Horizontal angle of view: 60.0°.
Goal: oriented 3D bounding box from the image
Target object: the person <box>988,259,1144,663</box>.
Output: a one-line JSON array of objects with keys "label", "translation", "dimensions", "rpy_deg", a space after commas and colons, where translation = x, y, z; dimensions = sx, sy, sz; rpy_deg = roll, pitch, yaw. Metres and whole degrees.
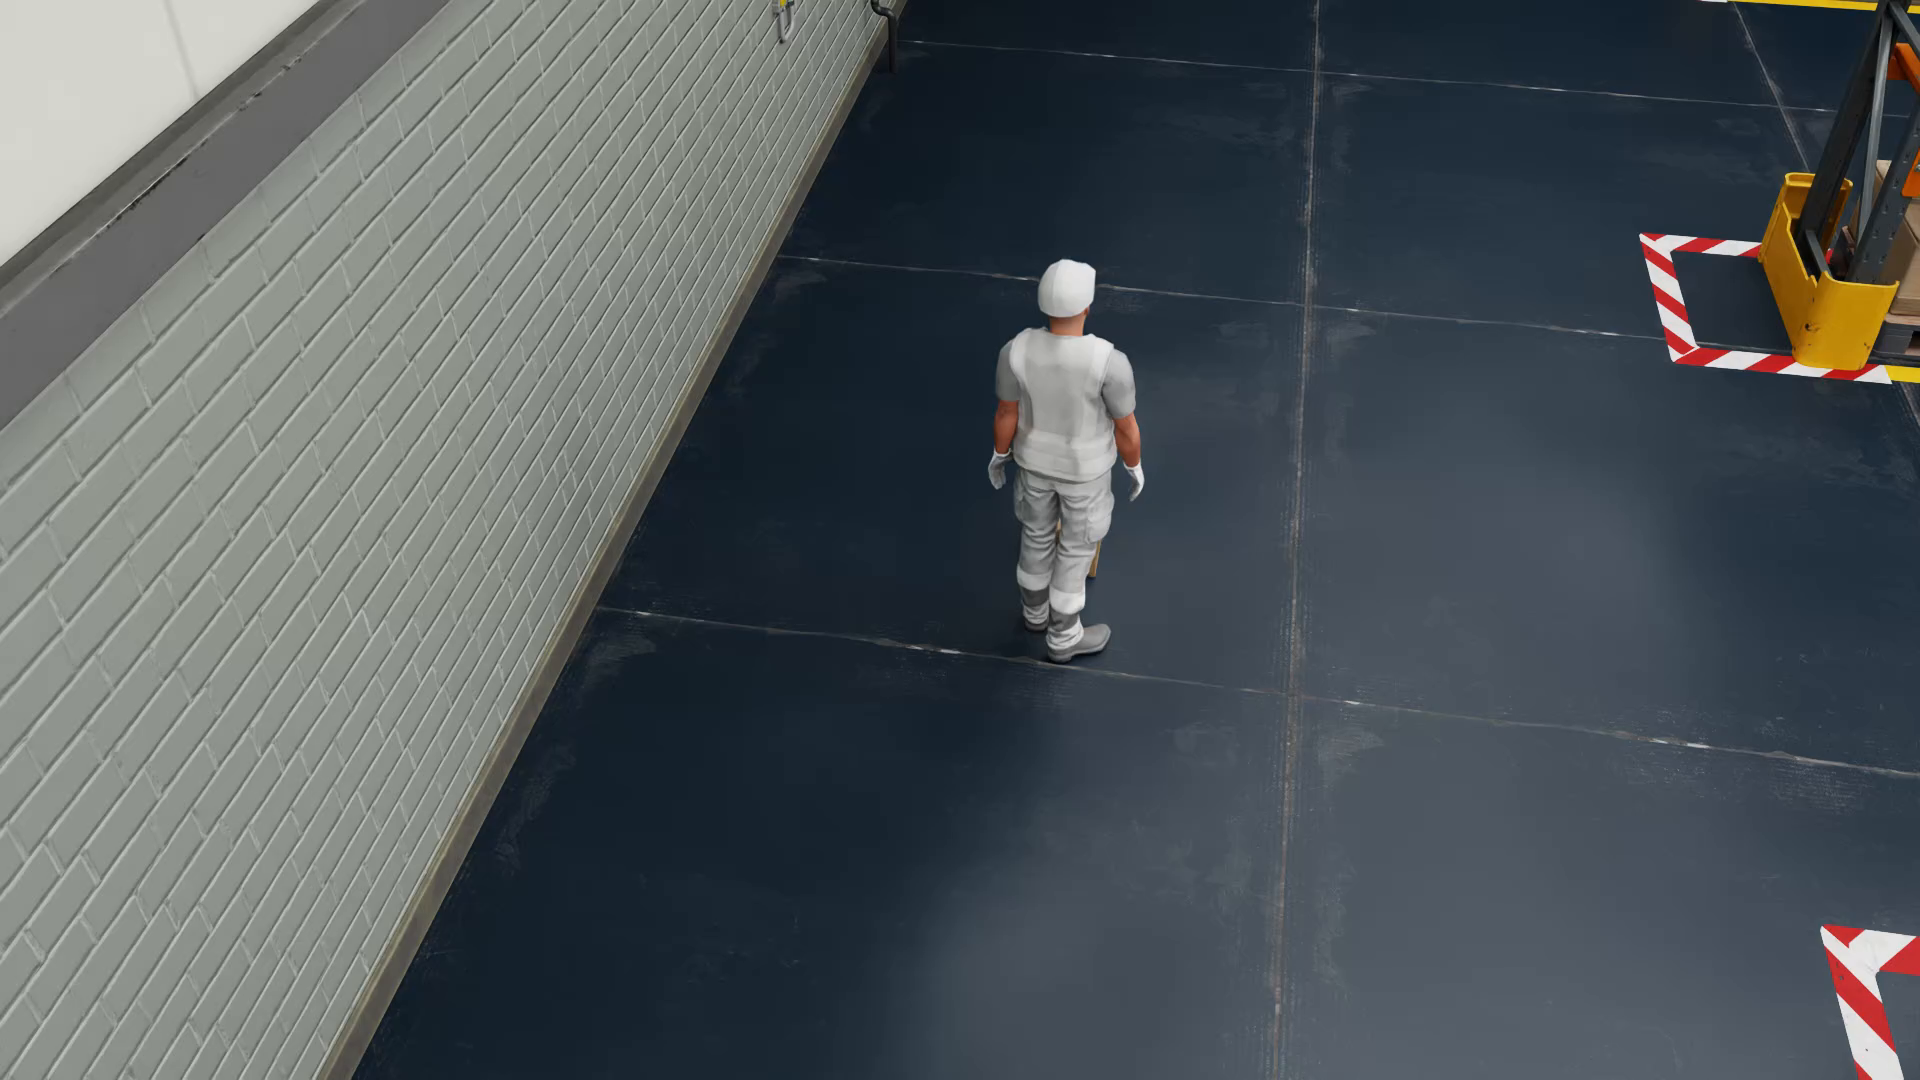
[{"label": "person", "translation": [0.420, -0.313, 6.493], "dimensions": [0.609, 1.796, 0.451], "rpy_deg": [15, 42, 17]}]
